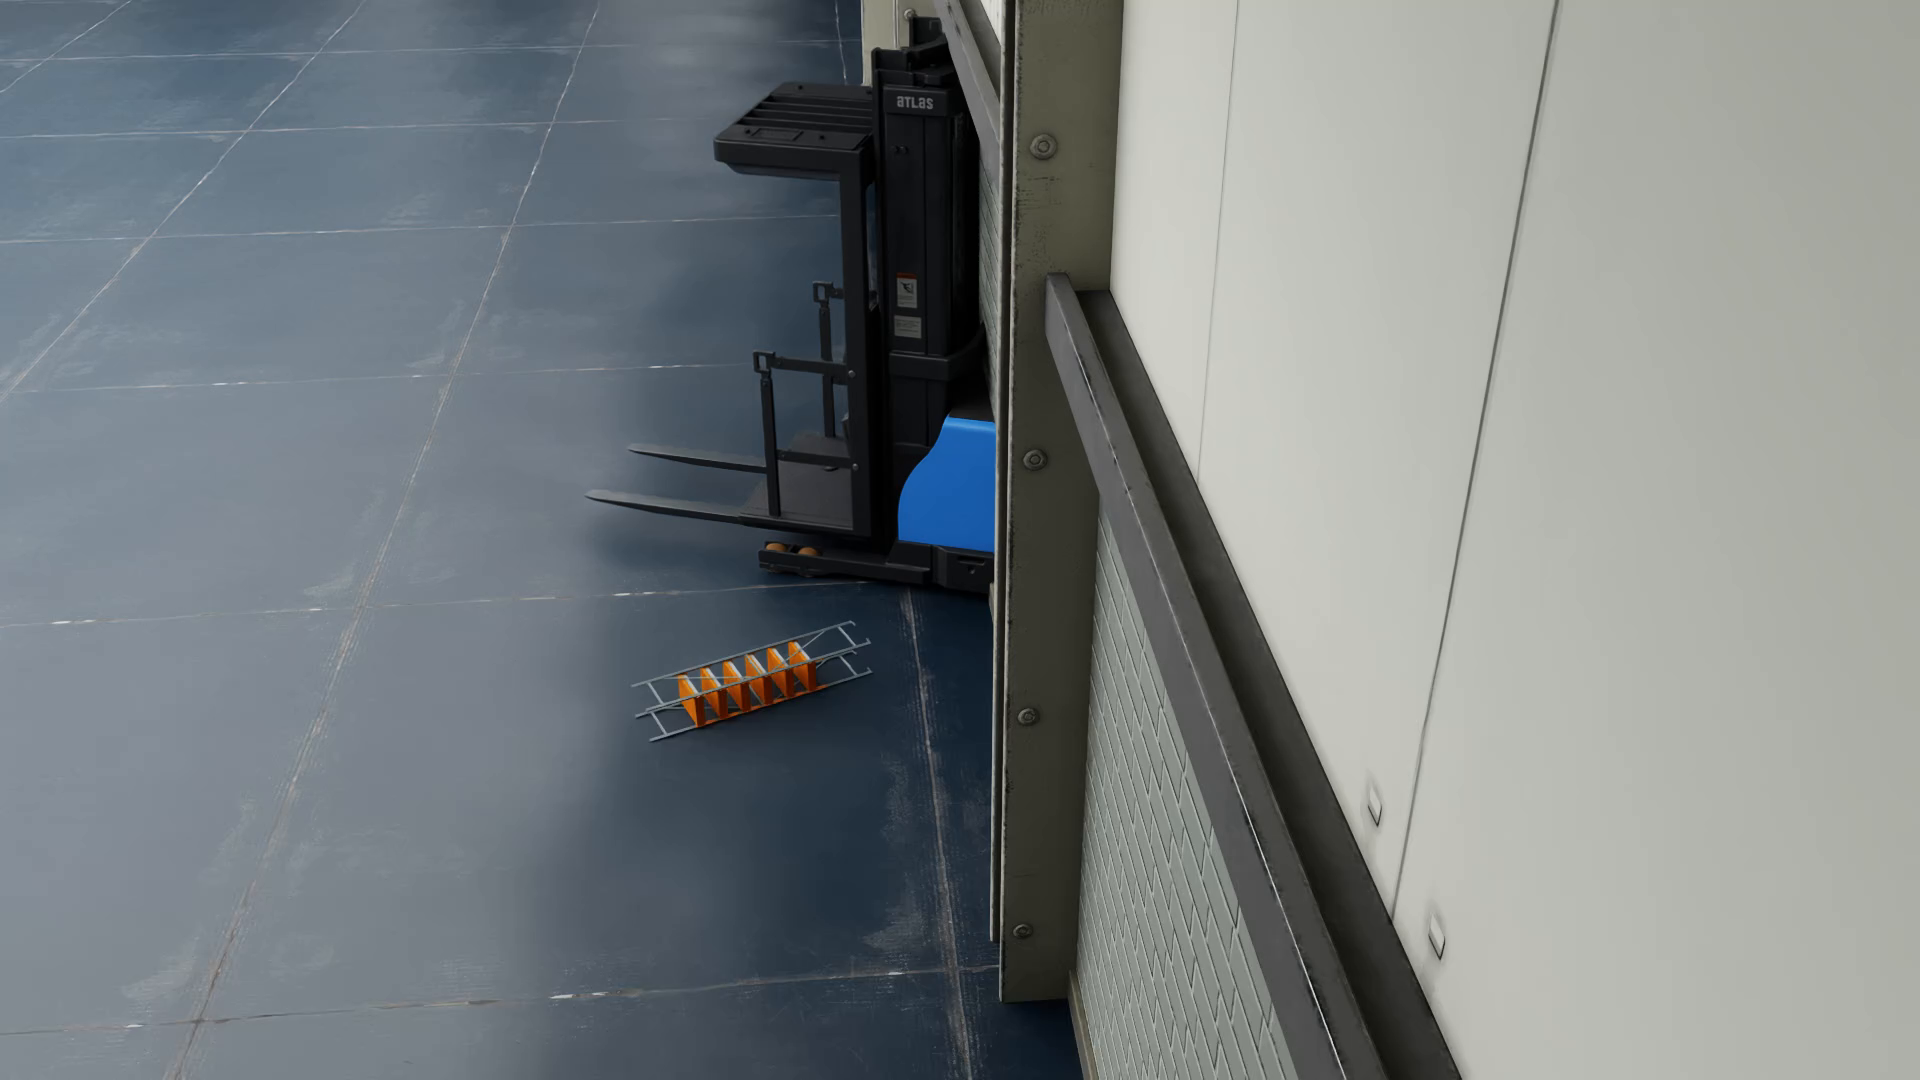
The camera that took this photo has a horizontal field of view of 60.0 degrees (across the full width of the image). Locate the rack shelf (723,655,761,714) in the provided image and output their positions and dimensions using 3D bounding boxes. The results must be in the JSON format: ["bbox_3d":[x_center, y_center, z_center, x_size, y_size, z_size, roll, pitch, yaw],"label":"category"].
[{"bbox_3d":[-1.101,0.721,8.355,0.103,0.180,0.258,-16,34,-24],"label":"rack shelf"}]

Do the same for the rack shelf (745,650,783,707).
[{"bbox_3d":[-0.996,0.691,8.404,0.103,0.180,0.258,-16,34,-24],"label":"rack shelf"}]

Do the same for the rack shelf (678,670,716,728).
[{"bbox_3d":[-1.312,0.780,8.256,0.103,0.180,0.258,-16,34,-24],"label":"rack shelf"}]

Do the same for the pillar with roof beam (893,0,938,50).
[{"bbox_3d":[-4.549,-4.978,9.309,9.100,9.000,0.400,-3,31,-5],"label":"pillar with roof beam"}]

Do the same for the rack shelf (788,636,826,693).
[{"bbox_3d":[-0.786,0.632,8.503,0.103,0.180,0.258,-16,34,-24],"label":"rack shelf"}]

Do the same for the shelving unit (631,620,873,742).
[{"bbox_3d":[-1.035,0.702,8.386,1.200,0.189,0.258,-16,34,-24],"label":"shelving unit"}]

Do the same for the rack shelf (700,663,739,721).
[{"bbox_3d":[-1.207,0.750,8.305,0.103,0.180,0.258,-16,34,-24],"label":"rack shelf"}]

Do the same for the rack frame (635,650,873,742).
[{"bbox_3d":[-1.035,0.781,8.433,1.200,0.006,0.240,-16,34,-24],"label":"rack frame"}]

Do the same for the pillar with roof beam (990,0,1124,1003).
[{"bbox_3d":[-3.989,-1.915,4.181,9.100,9.000,0.400,-3,31,-5],"label":"pillar with roof beam"}]

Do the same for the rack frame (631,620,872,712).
[{"bbox_3d":[-1.035,0.623,8.339,1.200,0.006,0.240,-16,34,-24],"label":"rack frame"}]

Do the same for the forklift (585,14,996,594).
[{"bbox_3d":[-0.654,-1.301,9.070,3.031,2.935,1.130,7,32,12],"label":"forklift"}]

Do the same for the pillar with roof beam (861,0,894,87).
[{"bbox_3d":[-5.110,-8.042,14.438,9.100,9.000,0.400,-3,31,-5],"label":"pillar with roof beam"}]

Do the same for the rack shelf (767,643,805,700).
[{"bbox_3d":[-0.891,0.662,8.454,0.103,0.180,0.258,-16,34,-24],"label":"rack shelf"}]
